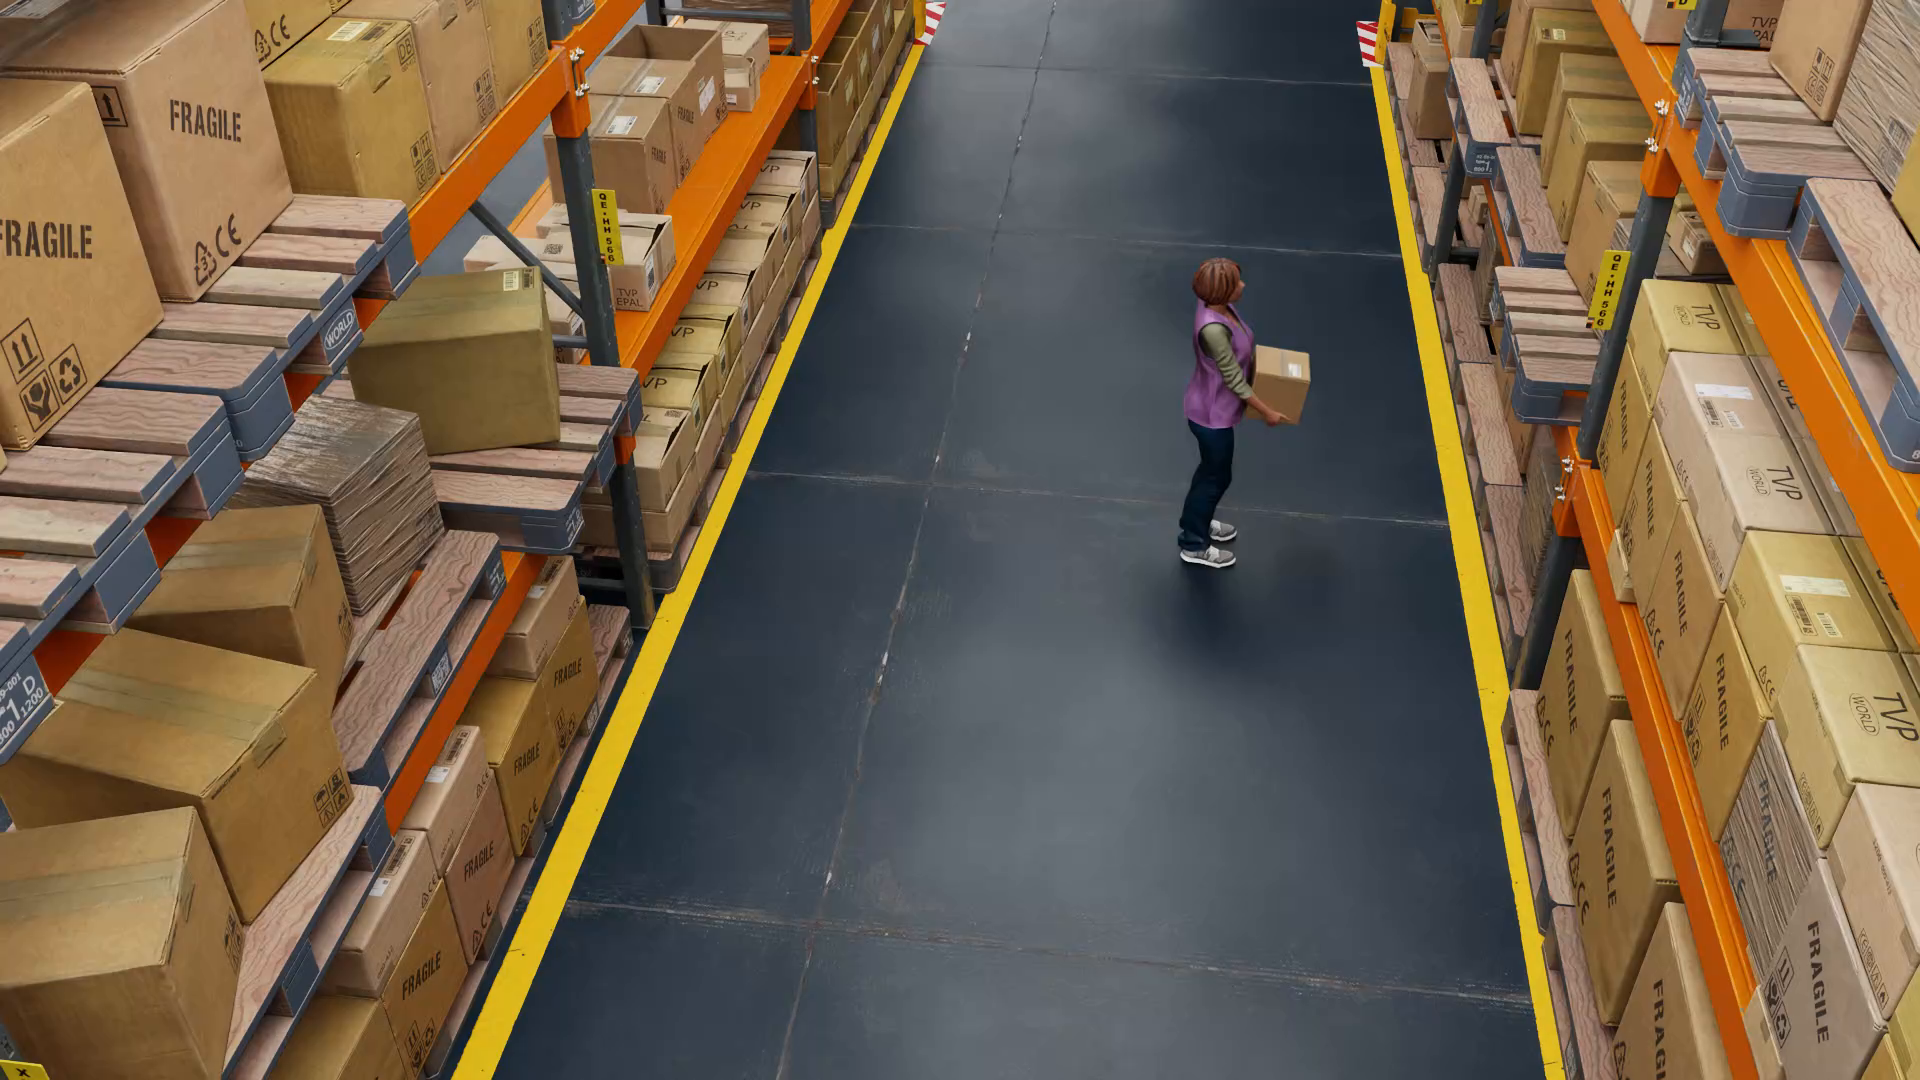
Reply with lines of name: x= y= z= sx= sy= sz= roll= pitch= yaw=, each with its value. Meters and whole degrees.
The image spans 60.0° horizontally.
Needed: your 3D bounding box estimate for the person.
person: x=1.294 y=-0.596 z=7.852 sx=0.500 sy=1.589 sz=0.405 roll=5 pitch=37 yaw=6
